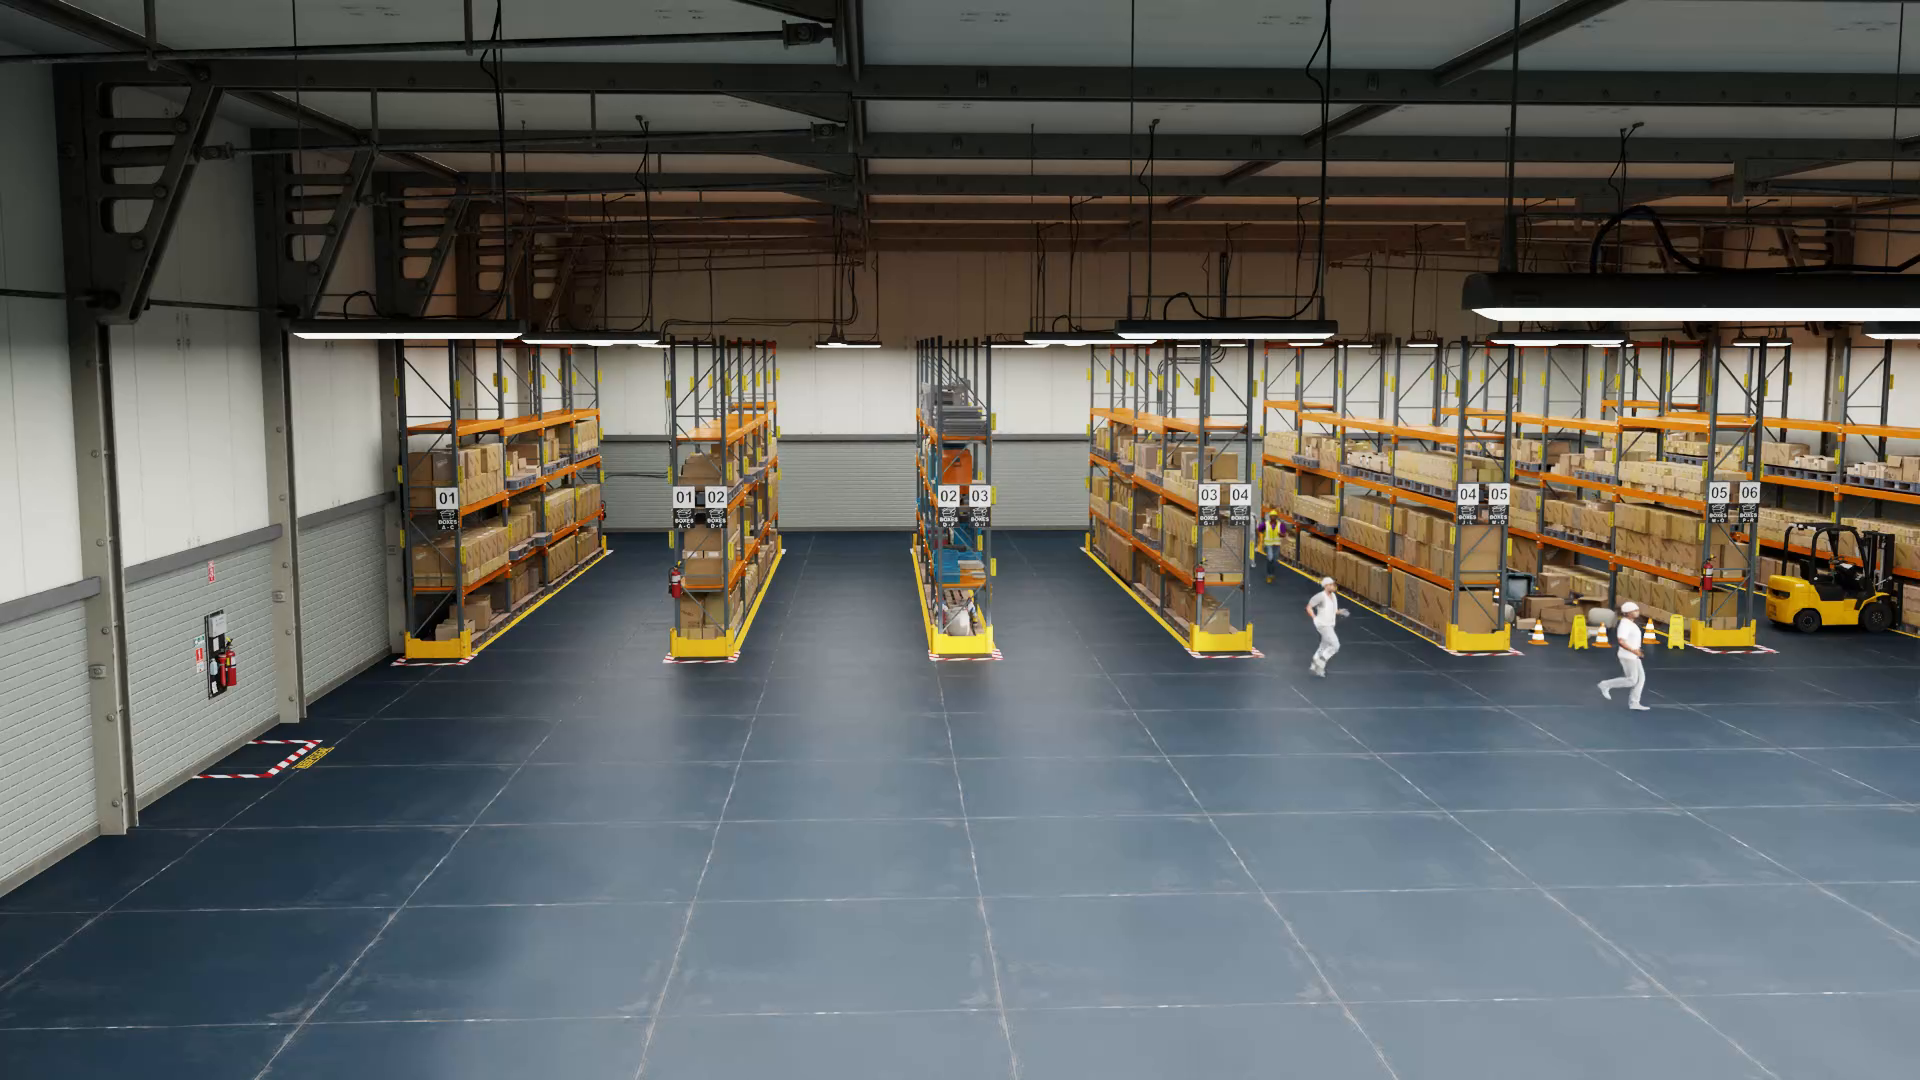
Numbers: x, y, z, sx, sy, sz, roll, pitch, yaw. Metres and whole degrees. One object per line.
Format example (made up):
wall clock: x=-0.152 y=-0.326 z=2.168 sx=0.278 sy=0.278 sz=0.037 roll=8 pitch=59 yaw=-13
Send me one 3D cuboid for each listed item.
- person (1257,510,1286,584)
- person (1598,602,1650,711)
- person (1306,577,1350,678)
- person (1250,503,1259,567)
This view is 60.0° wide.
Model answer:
person: x=7.741 y=0.172 z=41.209 sx=0.670 sy=1.824 sz=0.757 roll=-1 pitch=7 yaw=-5
person: x=10.664 y=1.854 z=26.619 sx=0.792 sy=1.740 sz=0.697 roll=3 pitch=7 yaw=28
person: x=6.481 y=1.530 z=29.217 sx=0.667 sy=1.770 sz=0.620 roll=5 pitch=8 yaw=38
person: x=7.683 y=-0.160 z=44.226 sx=0.620 sy=1.672 sz=0.940 roll=-1 pitch=7 yaw=-5
